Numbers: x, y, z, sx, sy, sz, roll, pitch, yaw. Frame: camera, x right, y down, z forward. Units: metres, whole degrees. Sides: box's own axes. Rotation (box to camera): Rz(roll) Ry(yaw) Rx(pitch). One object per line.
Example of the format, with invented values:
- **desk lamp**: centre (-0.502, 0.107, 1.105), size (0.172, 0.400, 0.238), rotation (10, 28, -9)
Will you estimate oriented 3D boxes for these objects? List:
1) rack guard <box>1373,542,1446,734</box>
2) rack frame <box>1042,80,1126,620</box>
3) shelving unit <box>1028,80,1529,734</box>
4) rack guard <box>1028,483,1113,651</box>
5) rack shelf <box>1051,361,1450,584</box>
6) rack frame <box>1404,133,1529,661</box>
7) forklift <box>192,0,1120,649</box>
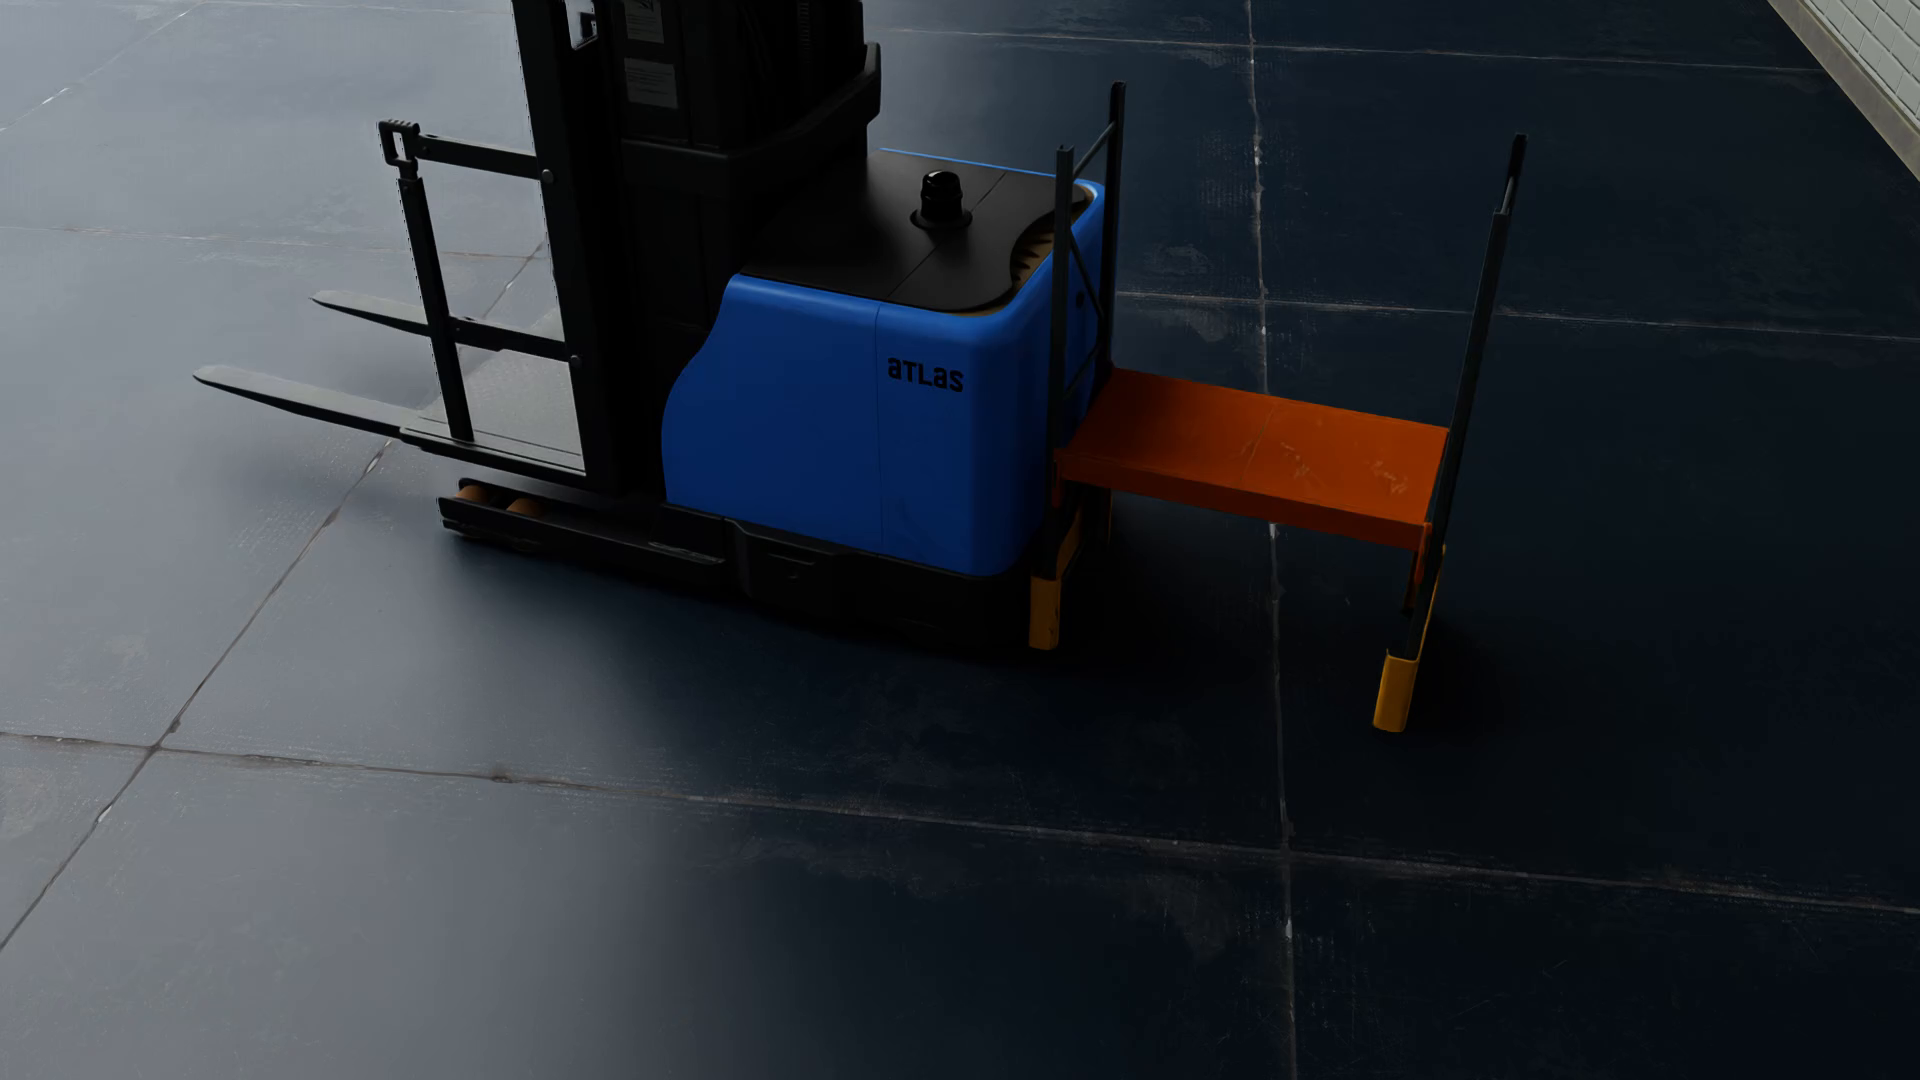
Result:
- **rack guard**: centre (1.266, 0.259, 4.672), size (0.087, 0.250, 0.587), rotation (12, 37, 17)
- **rack frame**: centre (0.333, -0.454, 4.596), size (0.032, 1.500, 0.500), rotation (12, 37, 17)
- **shelving unit**: centre (0.800, -0.352, 4.452), size (1.083, 1.500, 0.587), rotation (12, 37, 17)
- **rack guard**: centre (0.334, 0.055, 4.958), size (0.087, 0.250, 0.587), rotation (12, 37, 17)
- **rack shelf**: centre (0.808, -0.204, 4.554), size (1.000, 0.185, 0.538), rotation (12, 37, 17)
- **rack frame**: centre (1.284, -0.246, 4.303), size (0.032, 1.500, 0.500), rotation (12, 37, 17)
- **forklift**: centre (-1.086, -1.424, 4.722), size (3.031, 2.935, 1.130), rotation (13, 38, 18)
